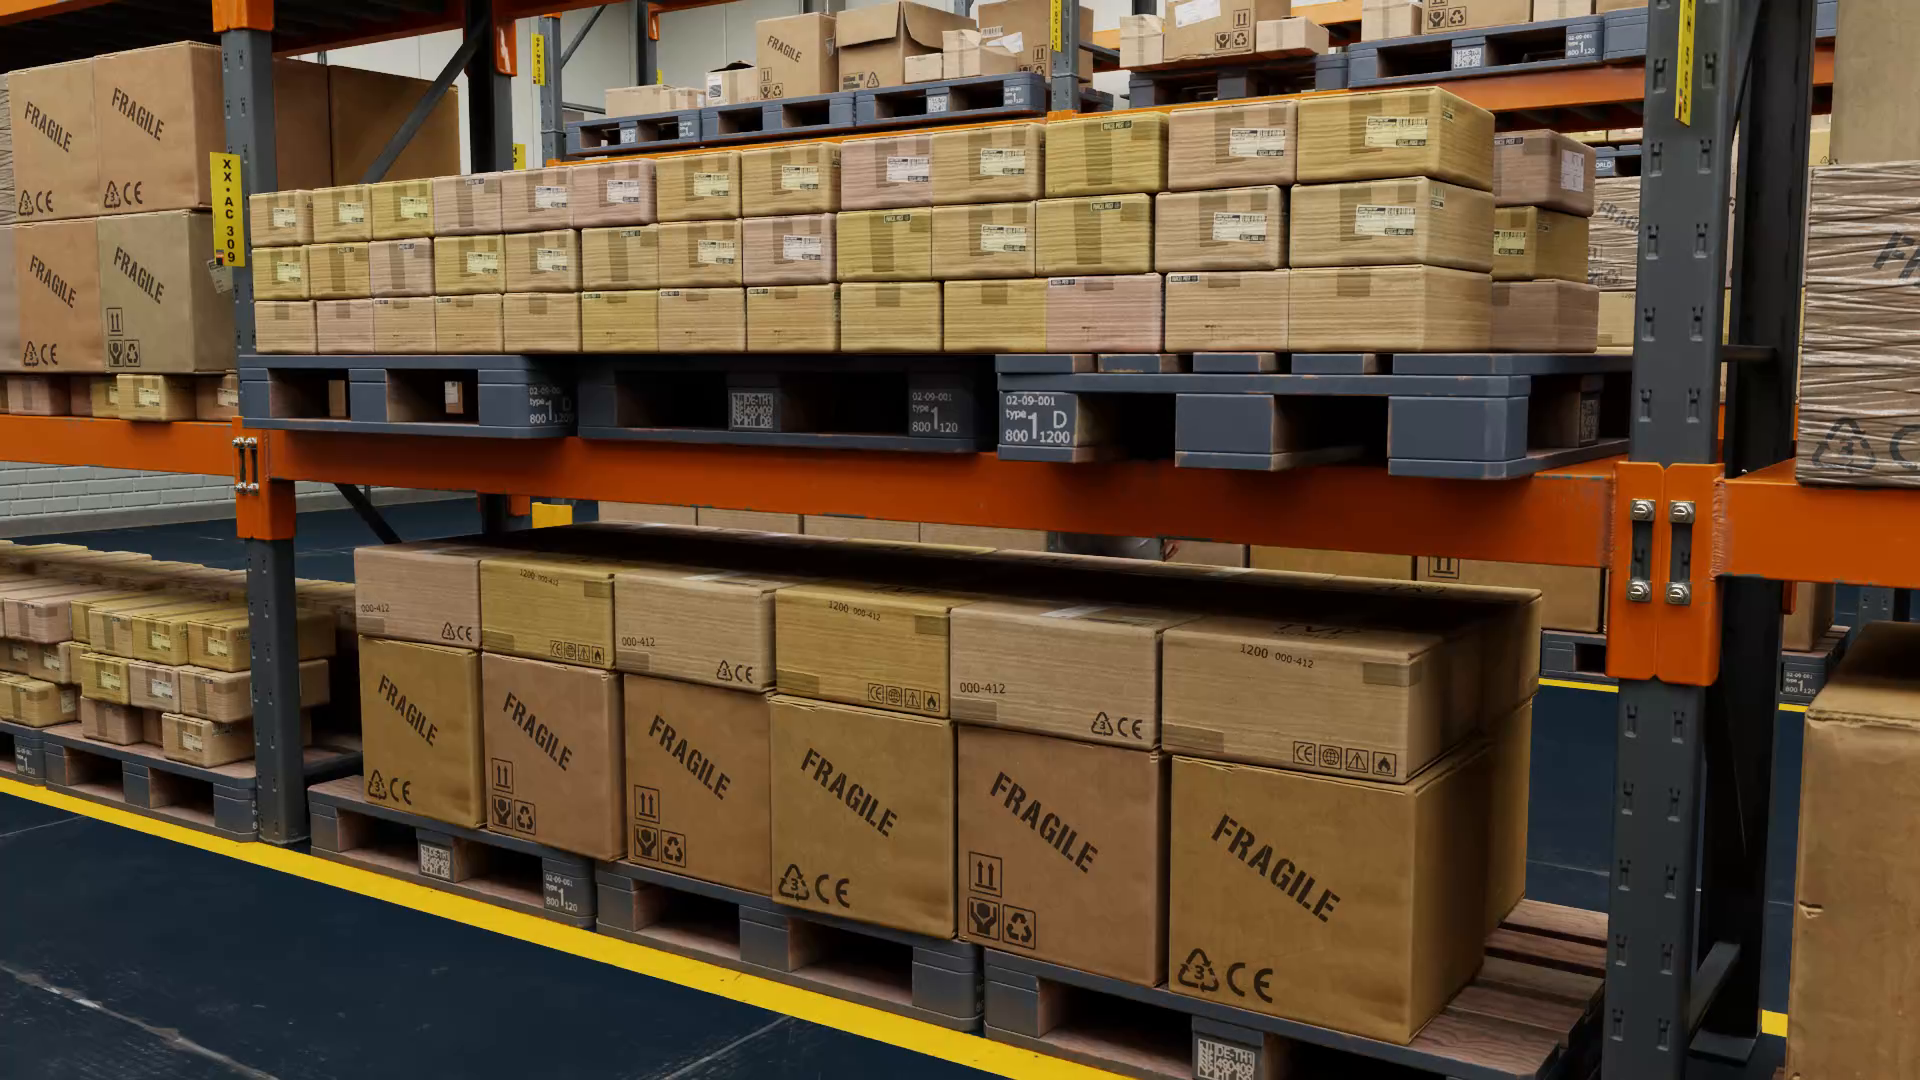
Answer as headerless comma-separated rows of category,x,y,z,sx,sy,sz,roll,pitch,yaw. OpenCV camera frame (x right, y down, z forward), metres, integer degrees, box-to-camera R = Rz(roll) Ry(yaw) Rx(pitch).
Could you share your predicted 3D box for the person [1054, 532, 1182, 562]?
person,0.598,-0.090,6.472,0.577,1.770,0.463,4,7,33
